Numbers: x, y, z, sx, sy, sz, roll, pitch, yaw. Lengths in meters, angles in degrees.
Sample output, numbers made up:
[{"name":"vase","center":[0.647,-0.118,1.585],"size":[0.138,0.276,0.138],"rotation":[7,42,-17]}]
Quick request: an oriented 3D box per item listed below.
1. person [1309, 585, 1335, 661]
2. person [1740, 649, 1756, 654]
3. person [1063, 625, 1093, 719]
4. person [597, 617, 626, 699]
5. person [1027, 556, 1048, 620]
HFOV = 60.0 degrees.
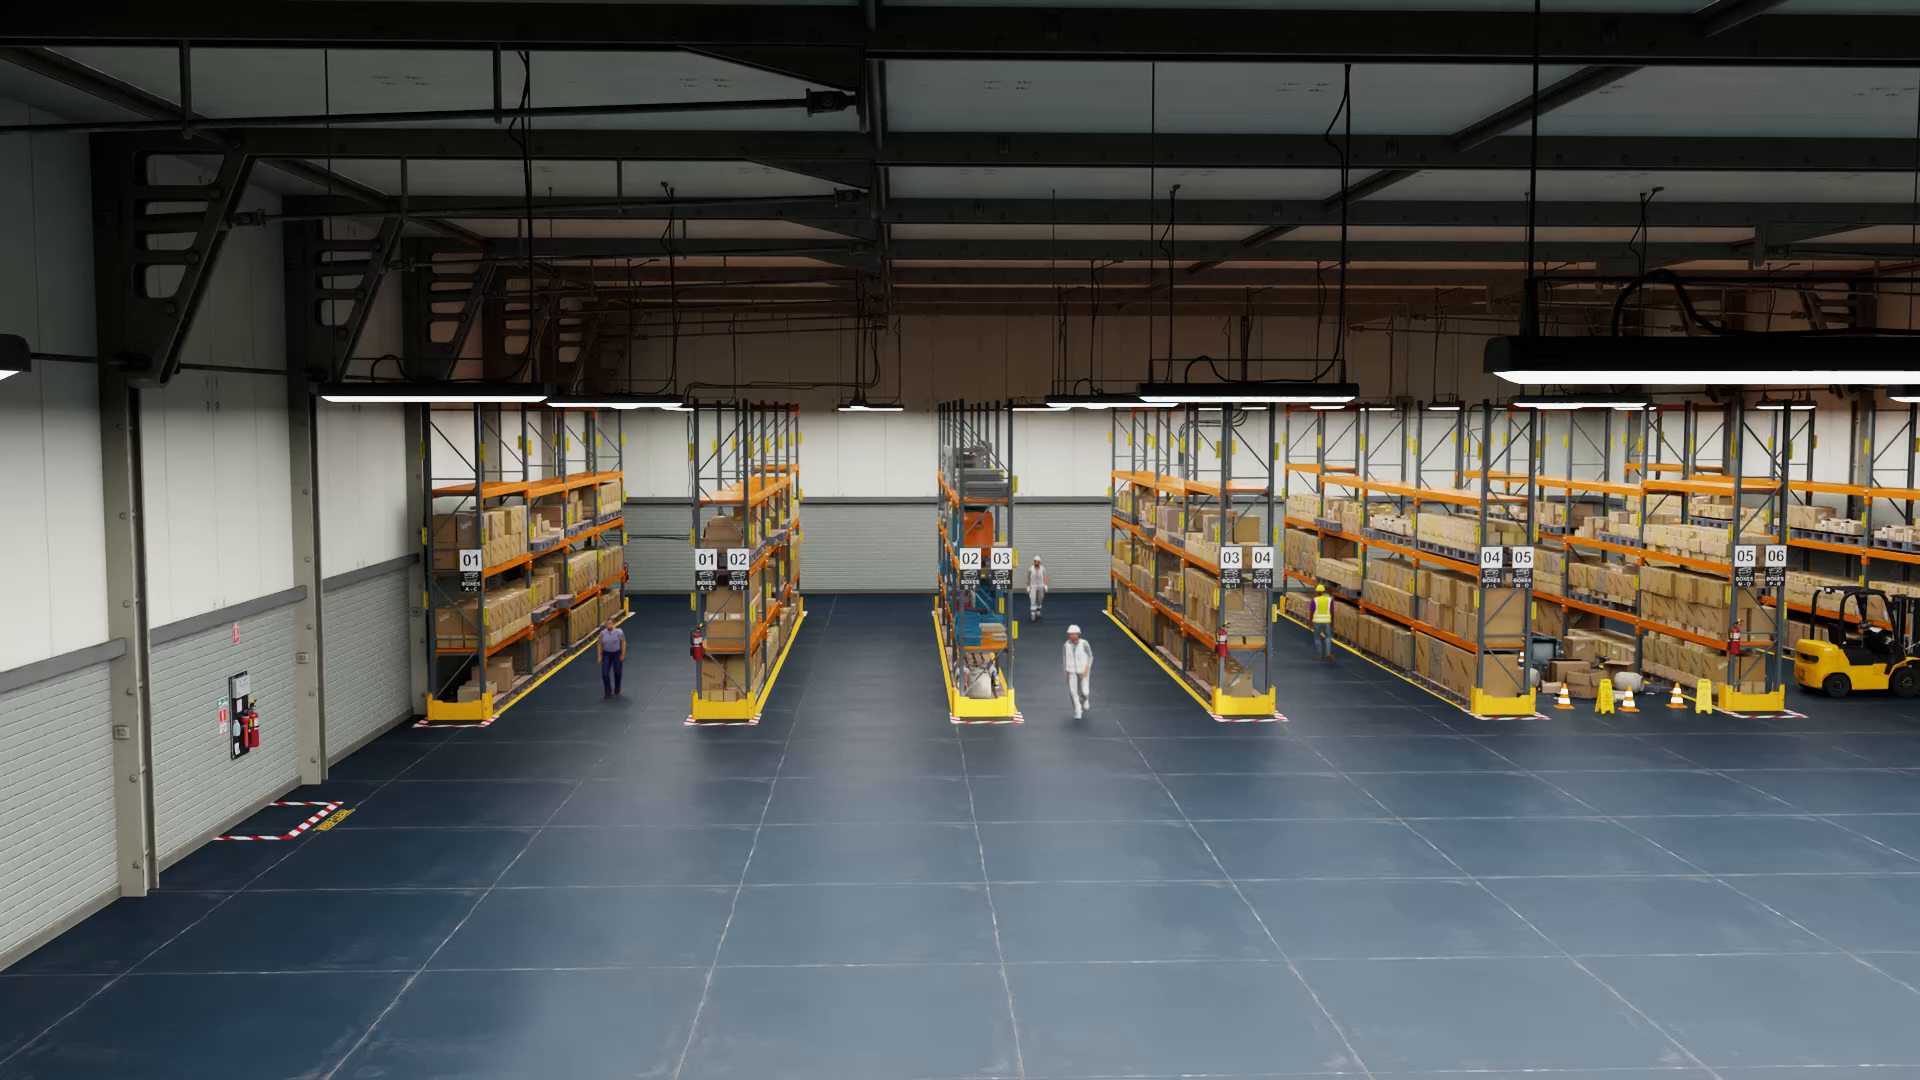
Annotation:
[{"name":"person","center":[8.391,1.921,38.575],"size":[0.594,1.765,0.548],"rotation":[0,4,-4]},{"name":"person","center":[17.026,2.172,35.884],"size":[0.592,1.705,0.450],"rotation":[0,4,-3]},{"name":"person","center":[2.227,2.471,31.458],"size":[0.597,1.748,0.630],"rotation":[1,4,14]},{"name":"person","center":[-7.050,2.368,33.677],"size":[0.571,1.628,0.521],"rotation":[0,4,-1]},{"name":"person","center":[2.156,1.314,46.254],"size":[0.552,1.719,1.054],"rotation":[0,4,-3]}]
